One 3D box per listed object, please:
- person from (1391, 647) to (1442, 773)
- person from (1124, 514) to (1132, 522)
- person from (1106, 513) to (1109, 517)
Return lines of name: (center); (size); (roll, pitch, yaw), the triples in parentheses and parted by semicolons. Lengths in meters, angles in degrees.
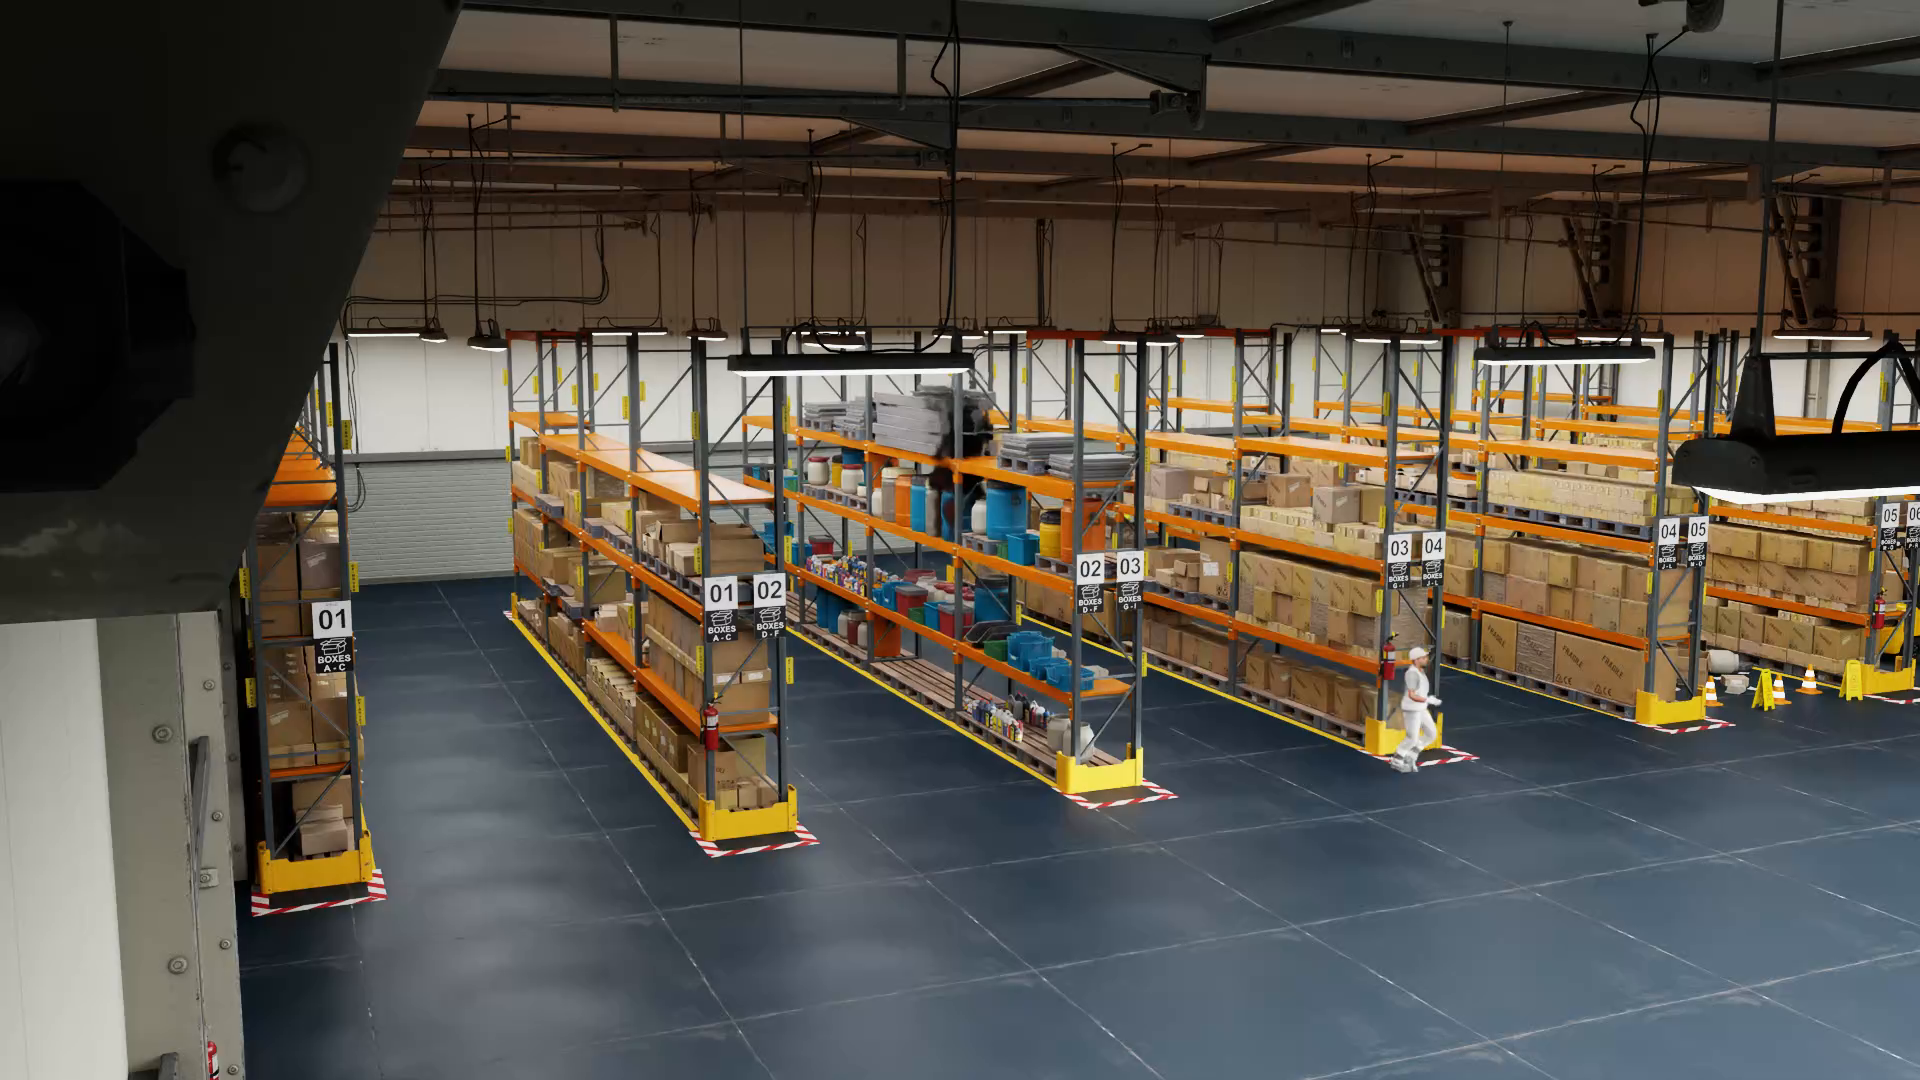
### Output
person: (6.318, 2.352, 22.901); (0.676, 1.774, 0.690); (5, 9, 31)
person: (3.833, 0.270, 38.372); (0.740, 1.745, 0.697); (-1, 8, -9)
person: (3.370, 0.140, 39.517); (0.689, 1.606, 0.936); (1, 8, 8)
